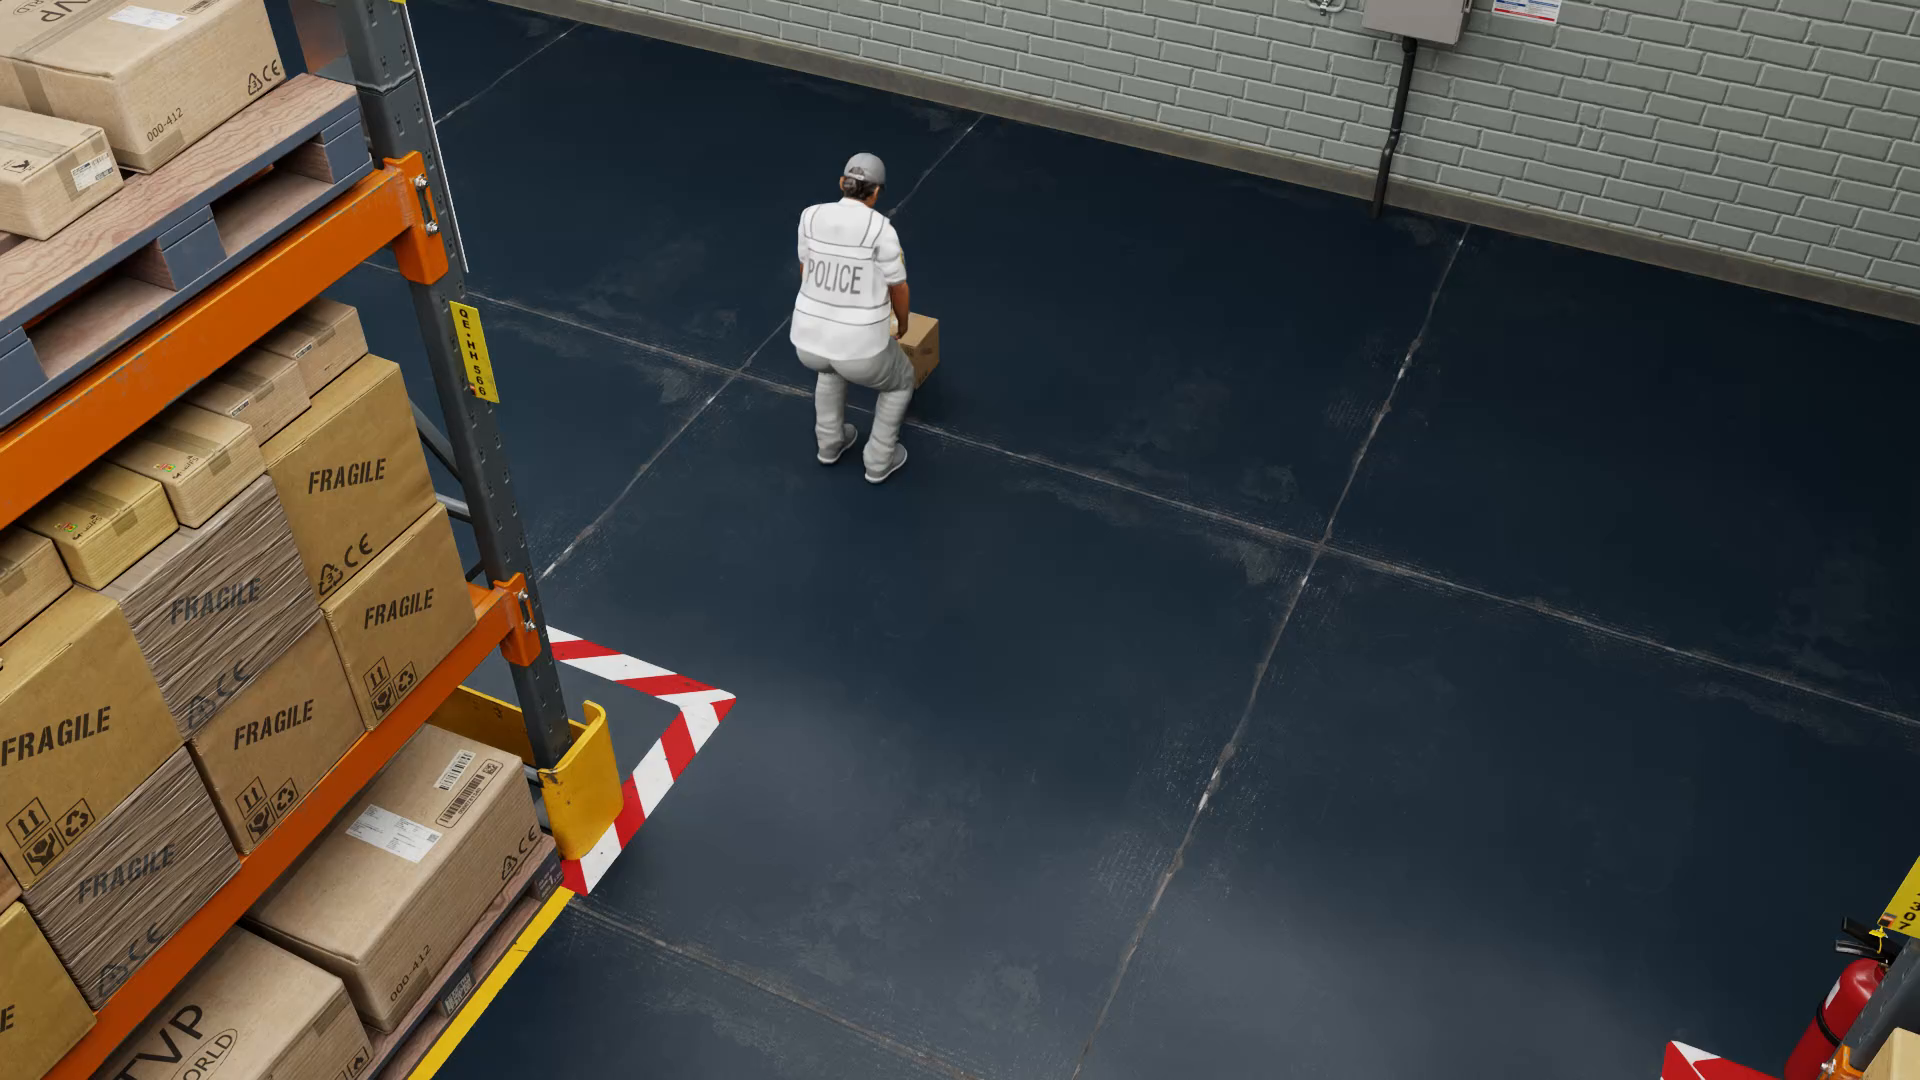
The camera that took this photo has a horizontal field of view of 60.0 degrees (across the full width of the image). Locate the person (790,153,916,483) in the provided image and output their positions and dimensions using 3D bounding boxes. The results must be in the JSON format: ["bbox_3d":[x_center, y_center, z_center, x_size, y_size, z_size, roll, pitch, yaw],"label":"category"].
[{"bbox_3d":[-0.485,-0.952,7.354,0.528,1.480,0.652,18,45,19],"label":"person"}]
